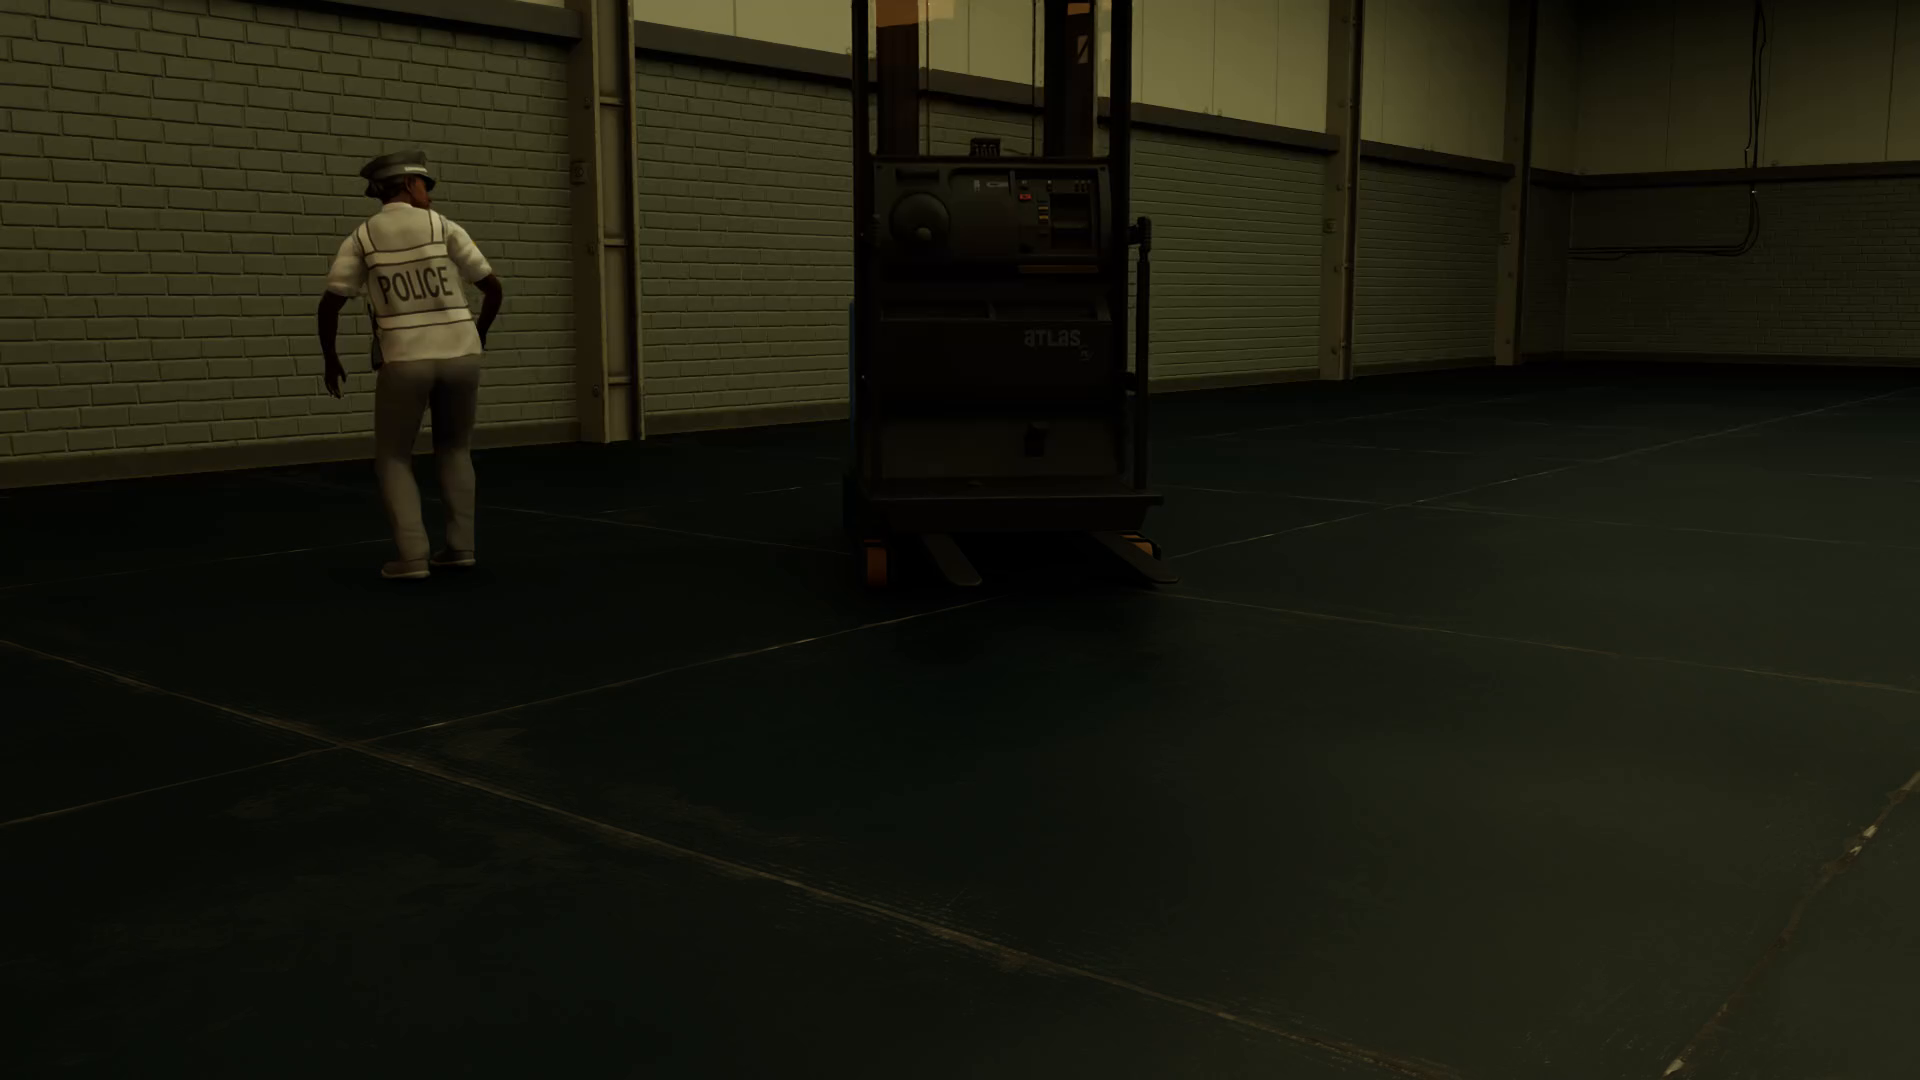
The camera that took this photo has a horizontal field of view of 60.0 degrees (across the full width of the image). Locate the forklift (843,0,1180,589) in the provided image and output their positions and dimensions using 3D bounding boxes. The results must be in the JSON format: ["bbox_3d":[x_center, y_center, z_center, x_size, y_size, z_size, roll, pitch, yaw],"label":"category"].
[{"bbox_3d":[0.153,-1.318,6.287,1.130,2.935,3.031,-1,8,-6],"label":"forklift"}]

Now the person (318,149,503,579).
[{"bbox_3d":[-2.106,-0.666,6.394,0.661,1.633,0.489,-4,9,-27],"label":"person"}]
